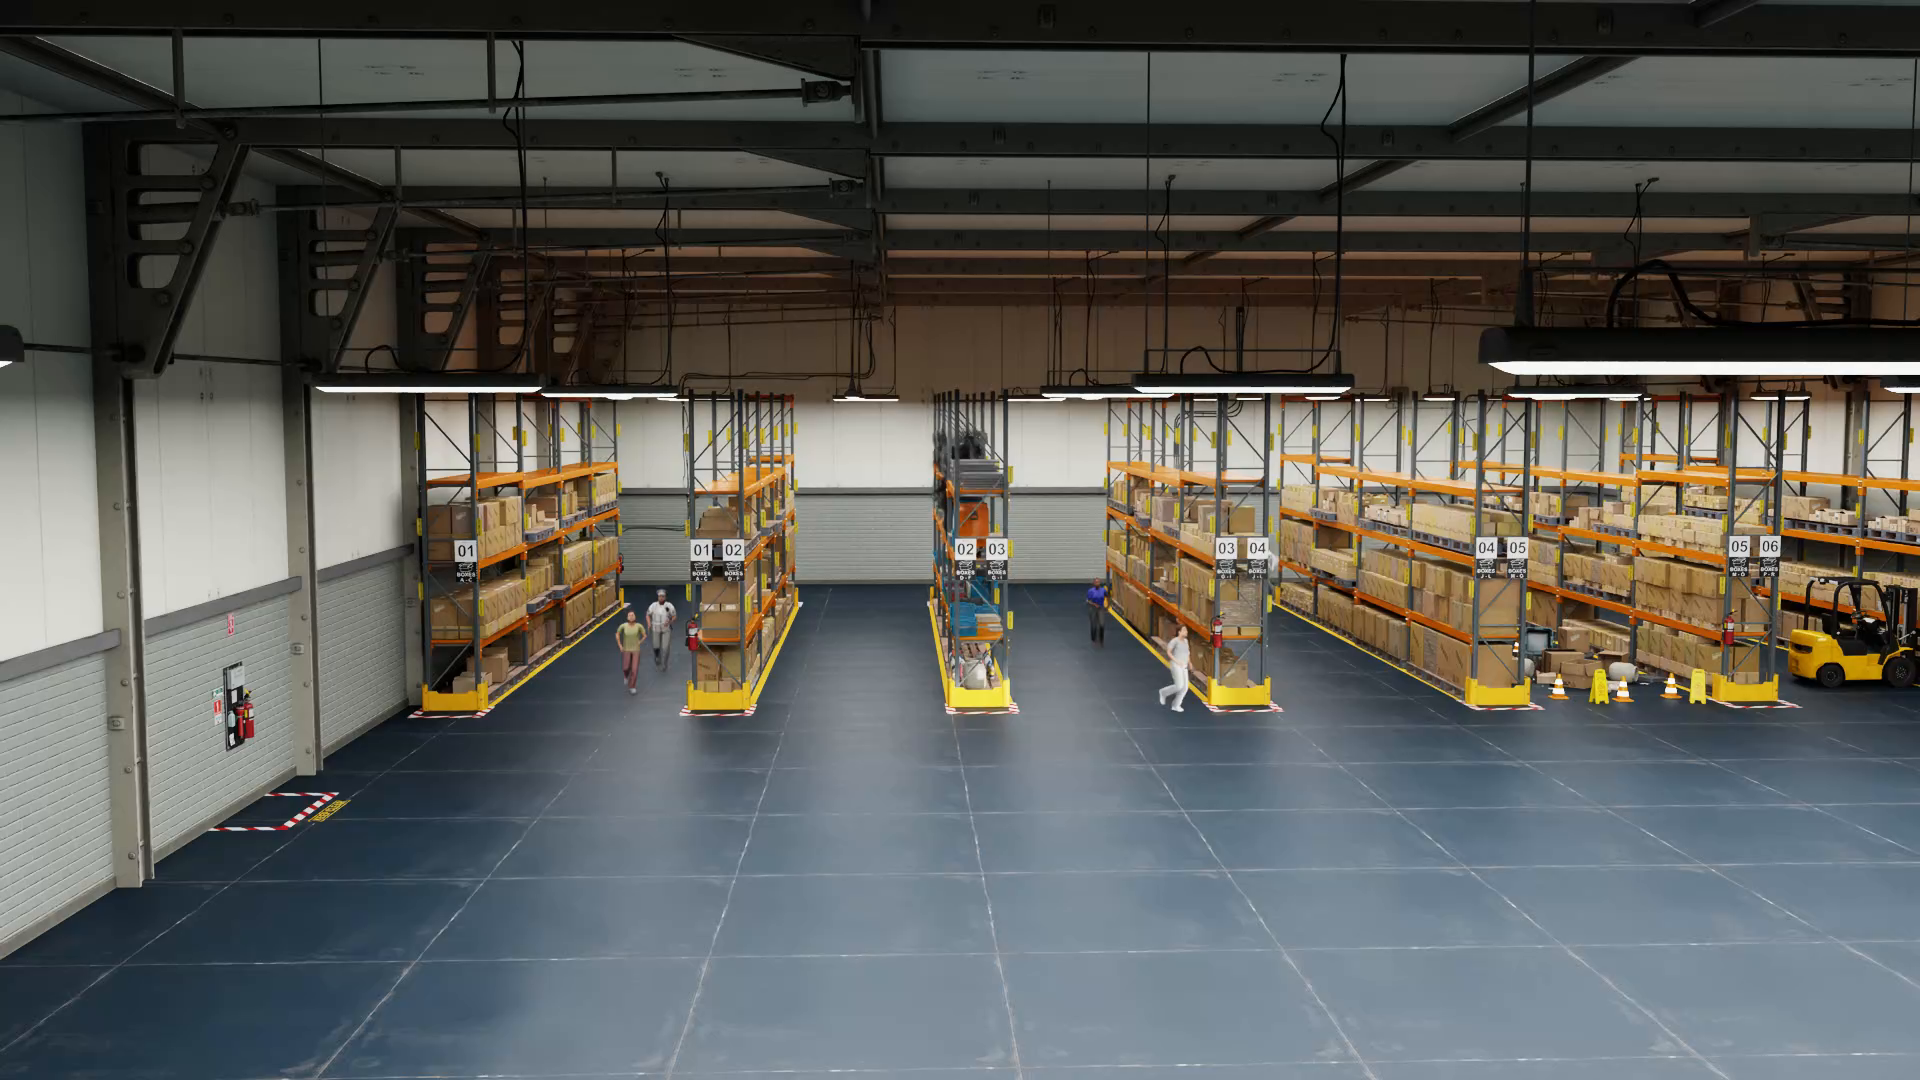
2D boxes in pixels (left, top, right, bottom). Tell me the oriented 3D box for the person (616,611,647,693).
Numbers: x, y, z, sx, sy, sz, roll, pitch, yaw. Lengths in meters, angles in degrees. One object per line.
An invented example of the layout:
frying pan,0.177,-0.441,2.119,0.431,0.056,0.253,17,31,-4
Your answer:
person,-6.537,2.215,33.111,0.608,1.632,0.558,-1,5,-10

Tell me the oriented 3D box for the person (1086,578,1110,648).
person,3.254,1.726,39.154,0.590,1.695,0.695,0,5,-4

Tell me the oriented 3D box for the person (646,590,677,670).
person,-6.434,1.935,35.820,0.665,1.742,0.593,-1,5,-6

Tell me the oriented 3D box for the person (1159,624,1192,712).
person,4.073,2.394,31.194,0.592,1.576,0.586,-4,6,-42

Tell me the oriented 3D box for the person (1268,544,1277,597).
person,8.942,0.881,48.874,0.943,1.689,0.637,-1,5,-17
